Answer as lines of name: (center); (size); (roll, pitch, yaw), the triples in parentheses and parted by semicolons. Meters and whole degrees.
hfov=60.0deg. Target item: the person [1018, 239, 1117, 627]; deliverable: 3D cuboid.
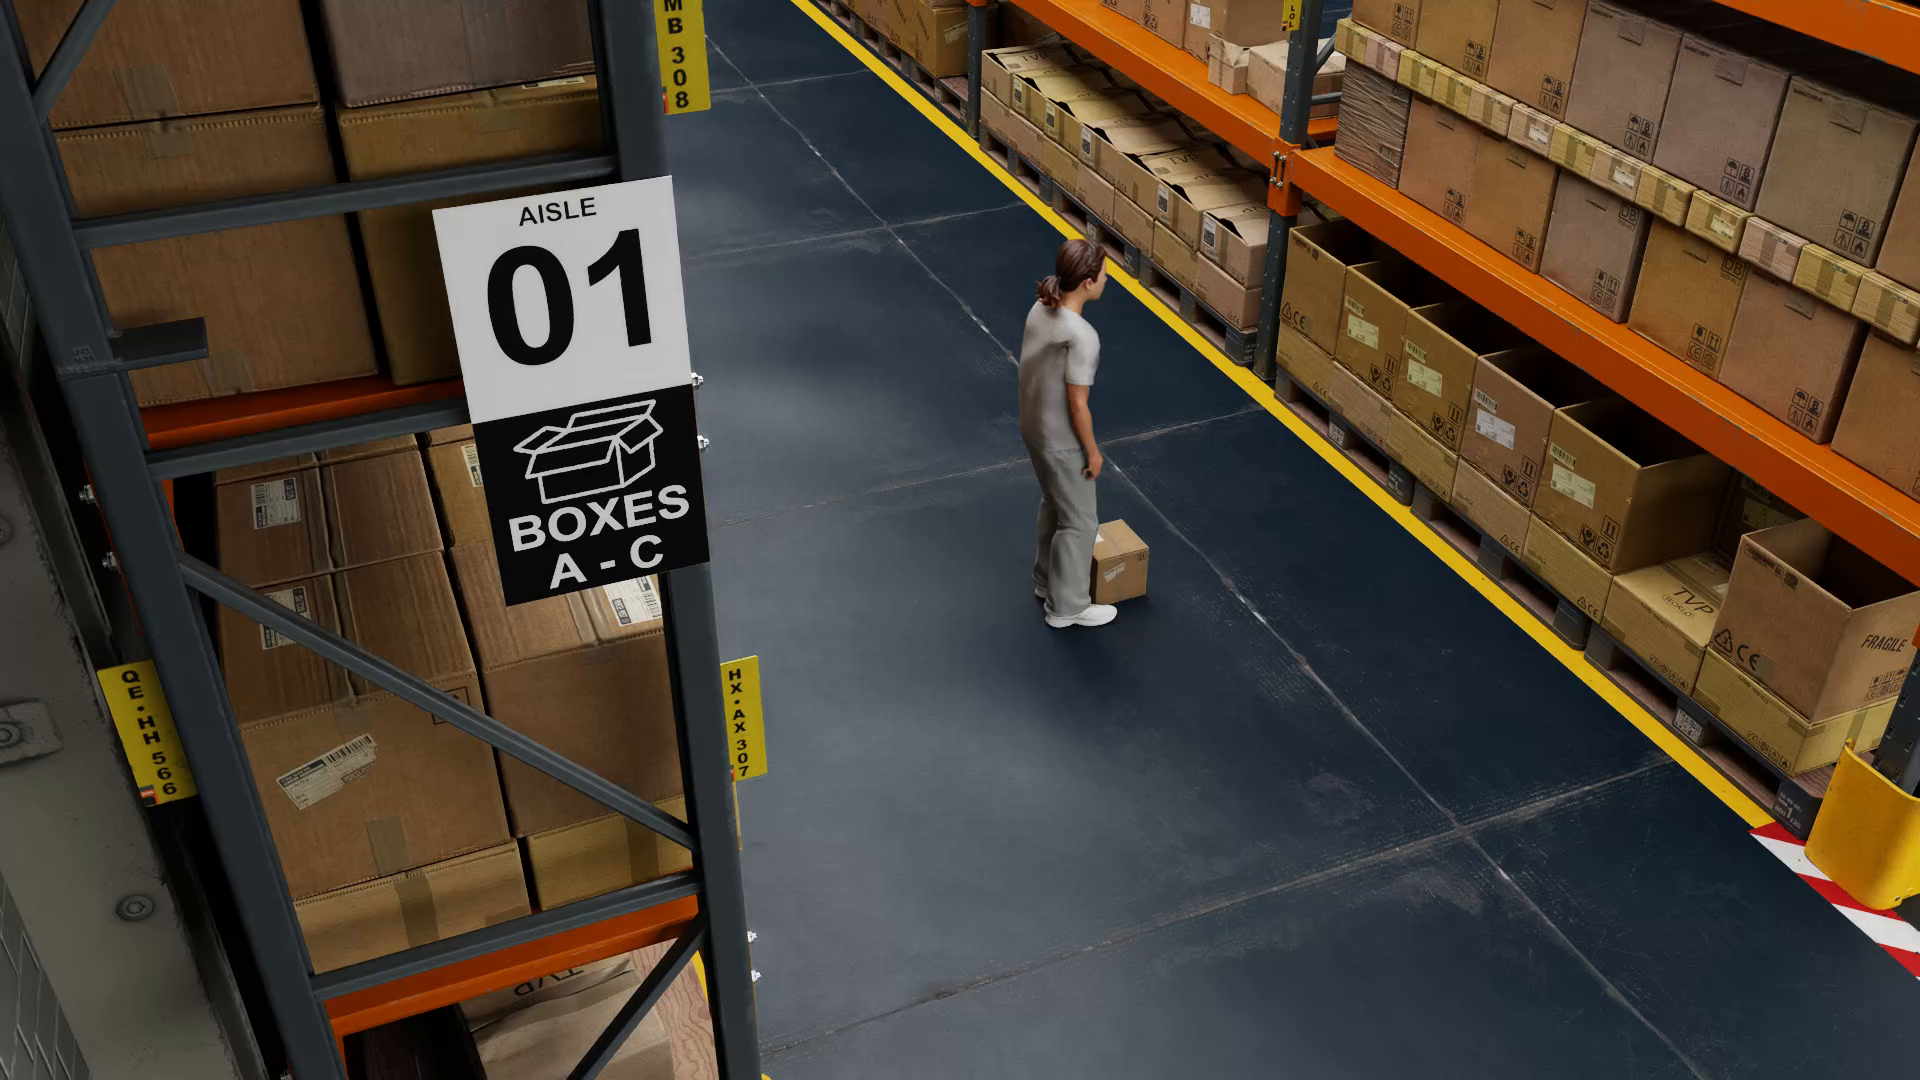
person: (0.449, -0.438, 6.801); (0.406, 1.673, 0.486); (-13, 36, -18)
